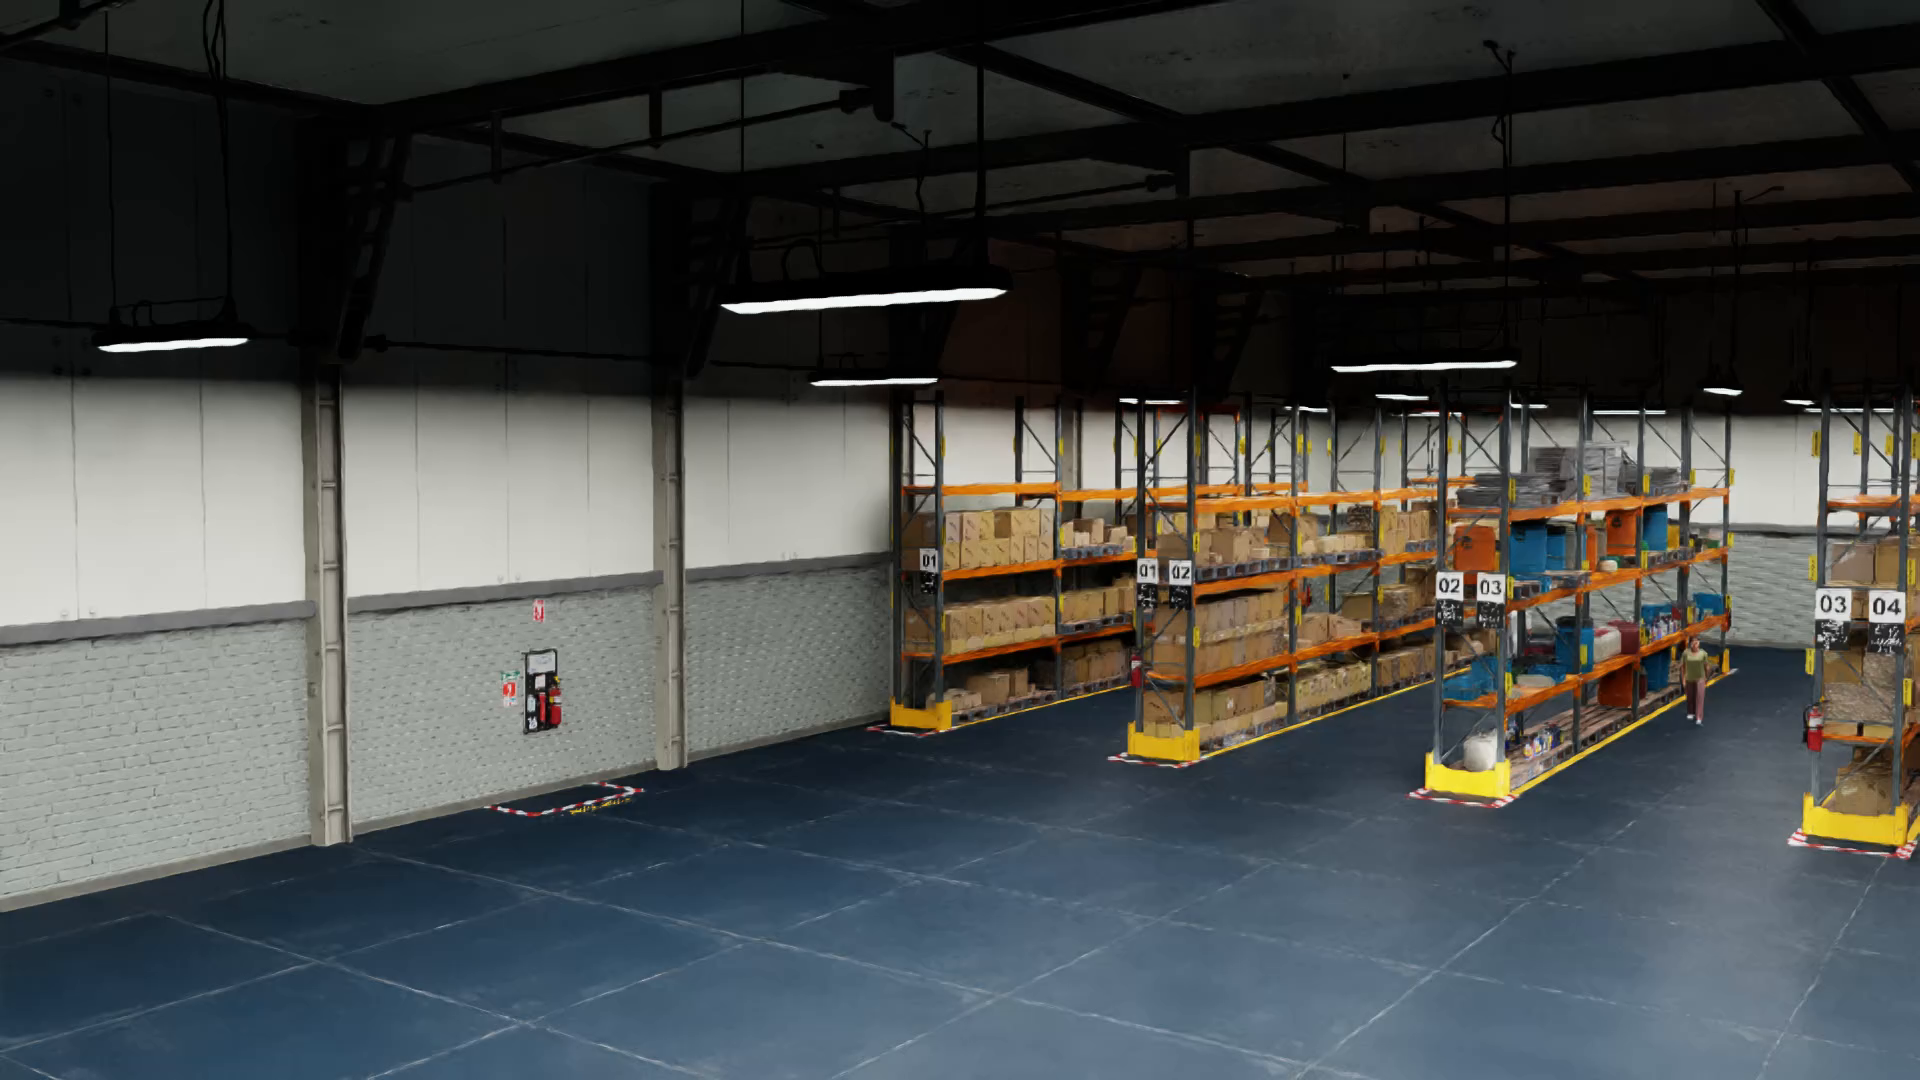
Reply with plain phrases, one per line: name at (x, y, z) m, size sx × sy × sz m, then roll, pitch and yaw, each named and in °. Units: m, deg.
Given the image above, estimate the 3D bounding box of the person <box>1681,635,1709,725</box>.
person at (13.240, 2.498, 29.996) m, size 0.456 × 1.590 × 1.073 m, roll 2°, pitch 4°, yaw 28°

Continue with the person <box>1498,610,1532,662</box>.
person at (12.202, 2.086, 36.792) m, size 0.718 × 1.704 × 0.846 m, roll 3°, pitch 4°, yaw 40°
